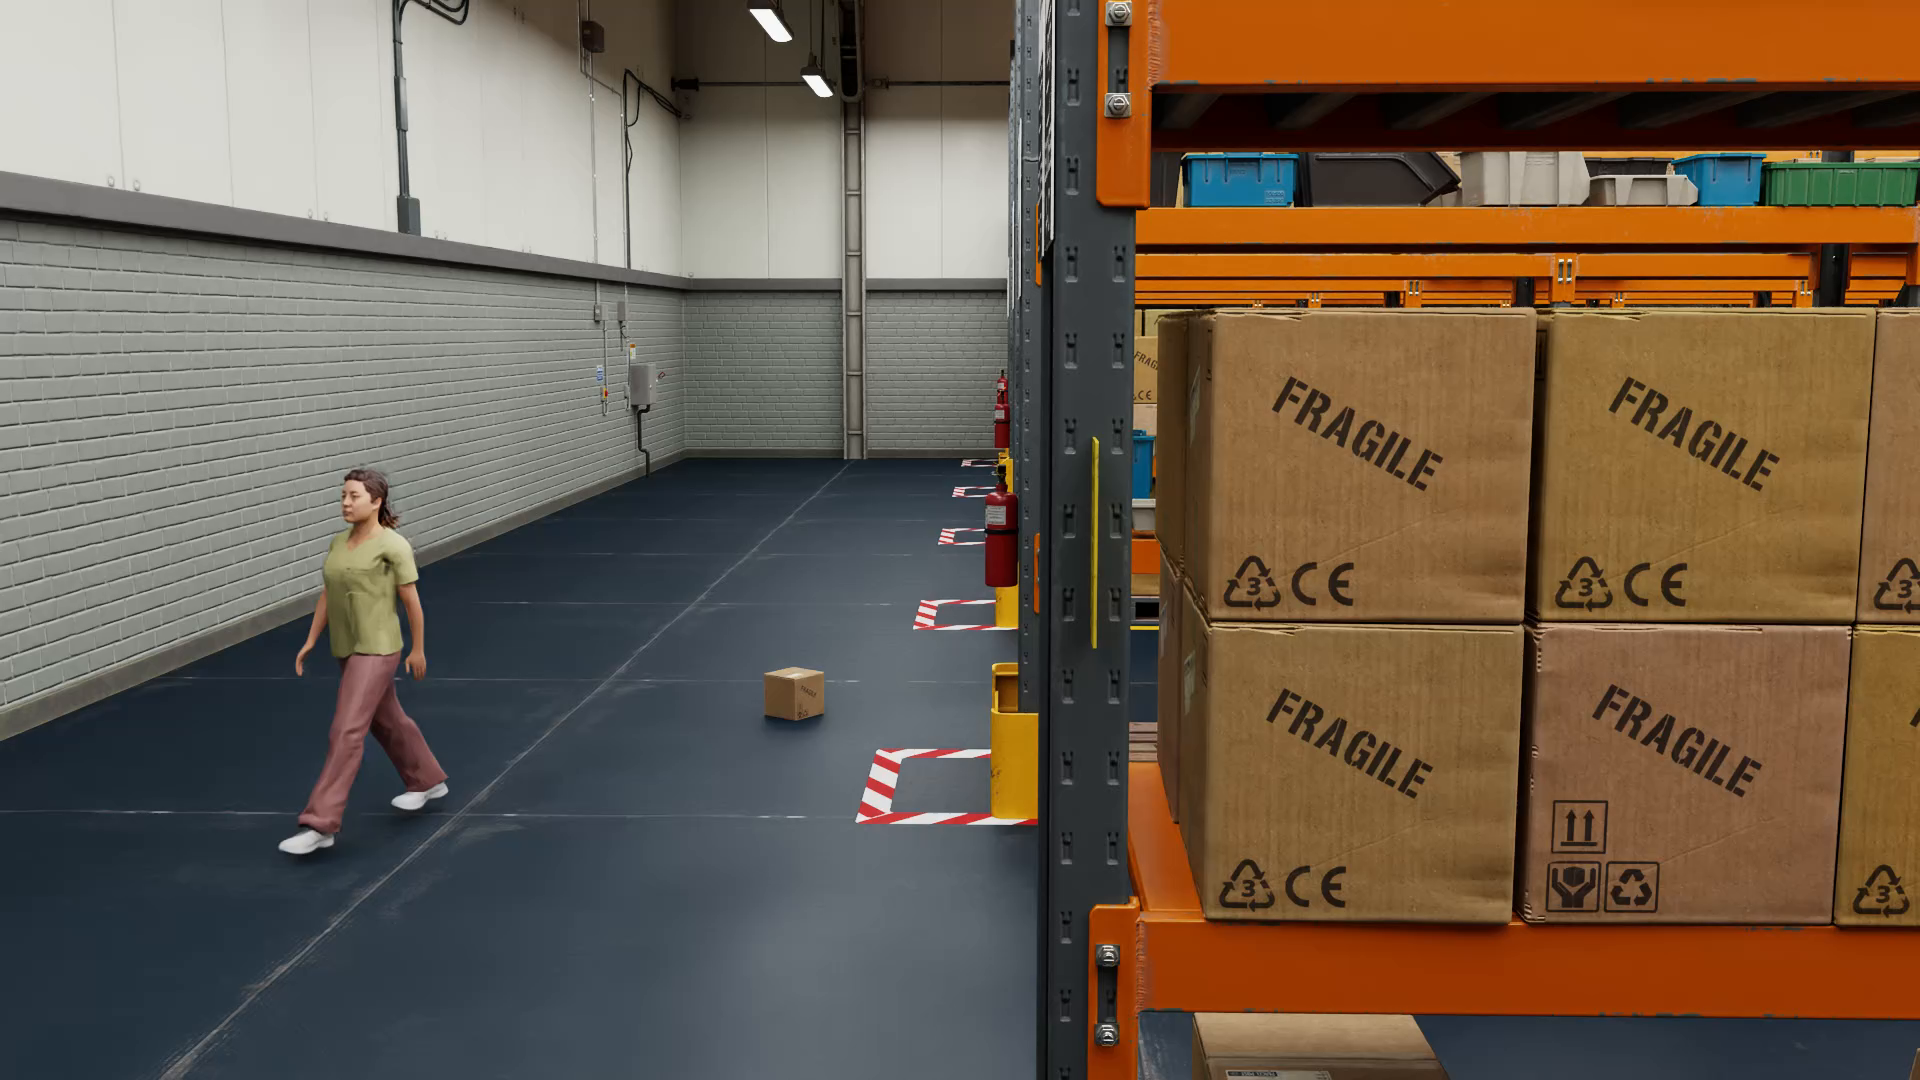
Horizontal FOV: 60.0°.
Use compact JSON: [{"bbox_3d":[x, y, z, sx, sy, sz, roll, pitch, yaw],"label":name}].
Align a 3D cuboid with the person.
[{"bbox_3d":[-2.695,0.497,7.377,0.448,1.609,1.010,5,9,32],"label":"person"}]
